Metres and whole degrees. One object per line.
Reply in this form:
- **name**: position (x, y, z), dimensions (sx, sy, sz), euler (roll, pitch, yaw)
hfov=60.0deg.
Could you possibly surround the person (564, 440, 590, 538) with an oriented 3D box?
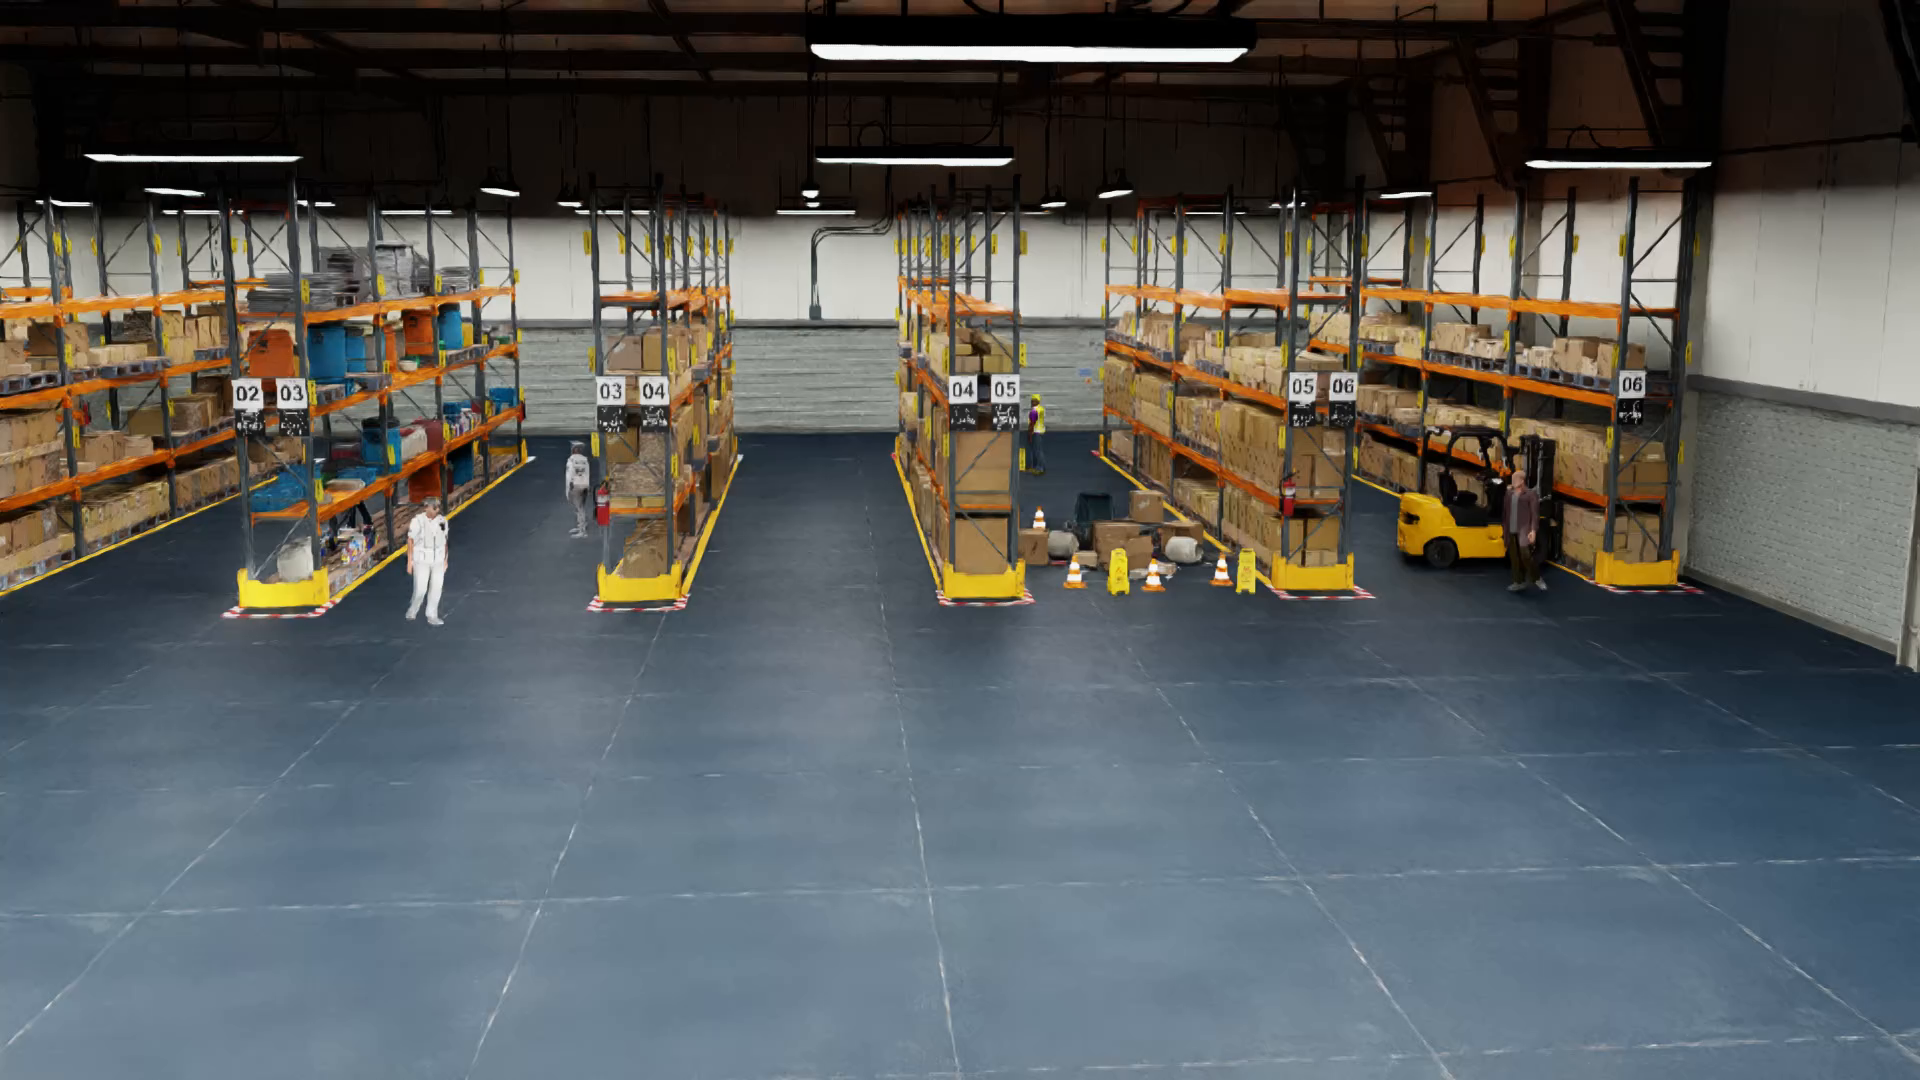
- **person**: position (-6.659, -0.902, 28.932), dimensions (0.544, 1.667, 0.573), euler (5, 11, 27)

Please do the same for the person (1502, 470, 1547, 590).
- **person**: position (8.235, -0.134, 24.291), dimensions (0.533, 1.771, 0.748), euler (-8, 13, -38)

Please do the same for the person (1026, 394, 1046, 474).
- **person**: position (1.661, -2.376, 37.003), dimensions (0.585, 1.763, 0.682), euler (3, 11, 18)

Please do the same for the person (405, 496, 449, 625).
- **person**: position (-7.135, 0.256, 22.232), dimensions (0.598, 1.752, 0.560), euler (-9, 13, -41)

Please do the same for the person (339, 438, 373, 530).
- **person**: position (-10.274, -0.936, 28.160), dimensions (0.562, 1.586, 0.578), euler (-3, 10, -17)
